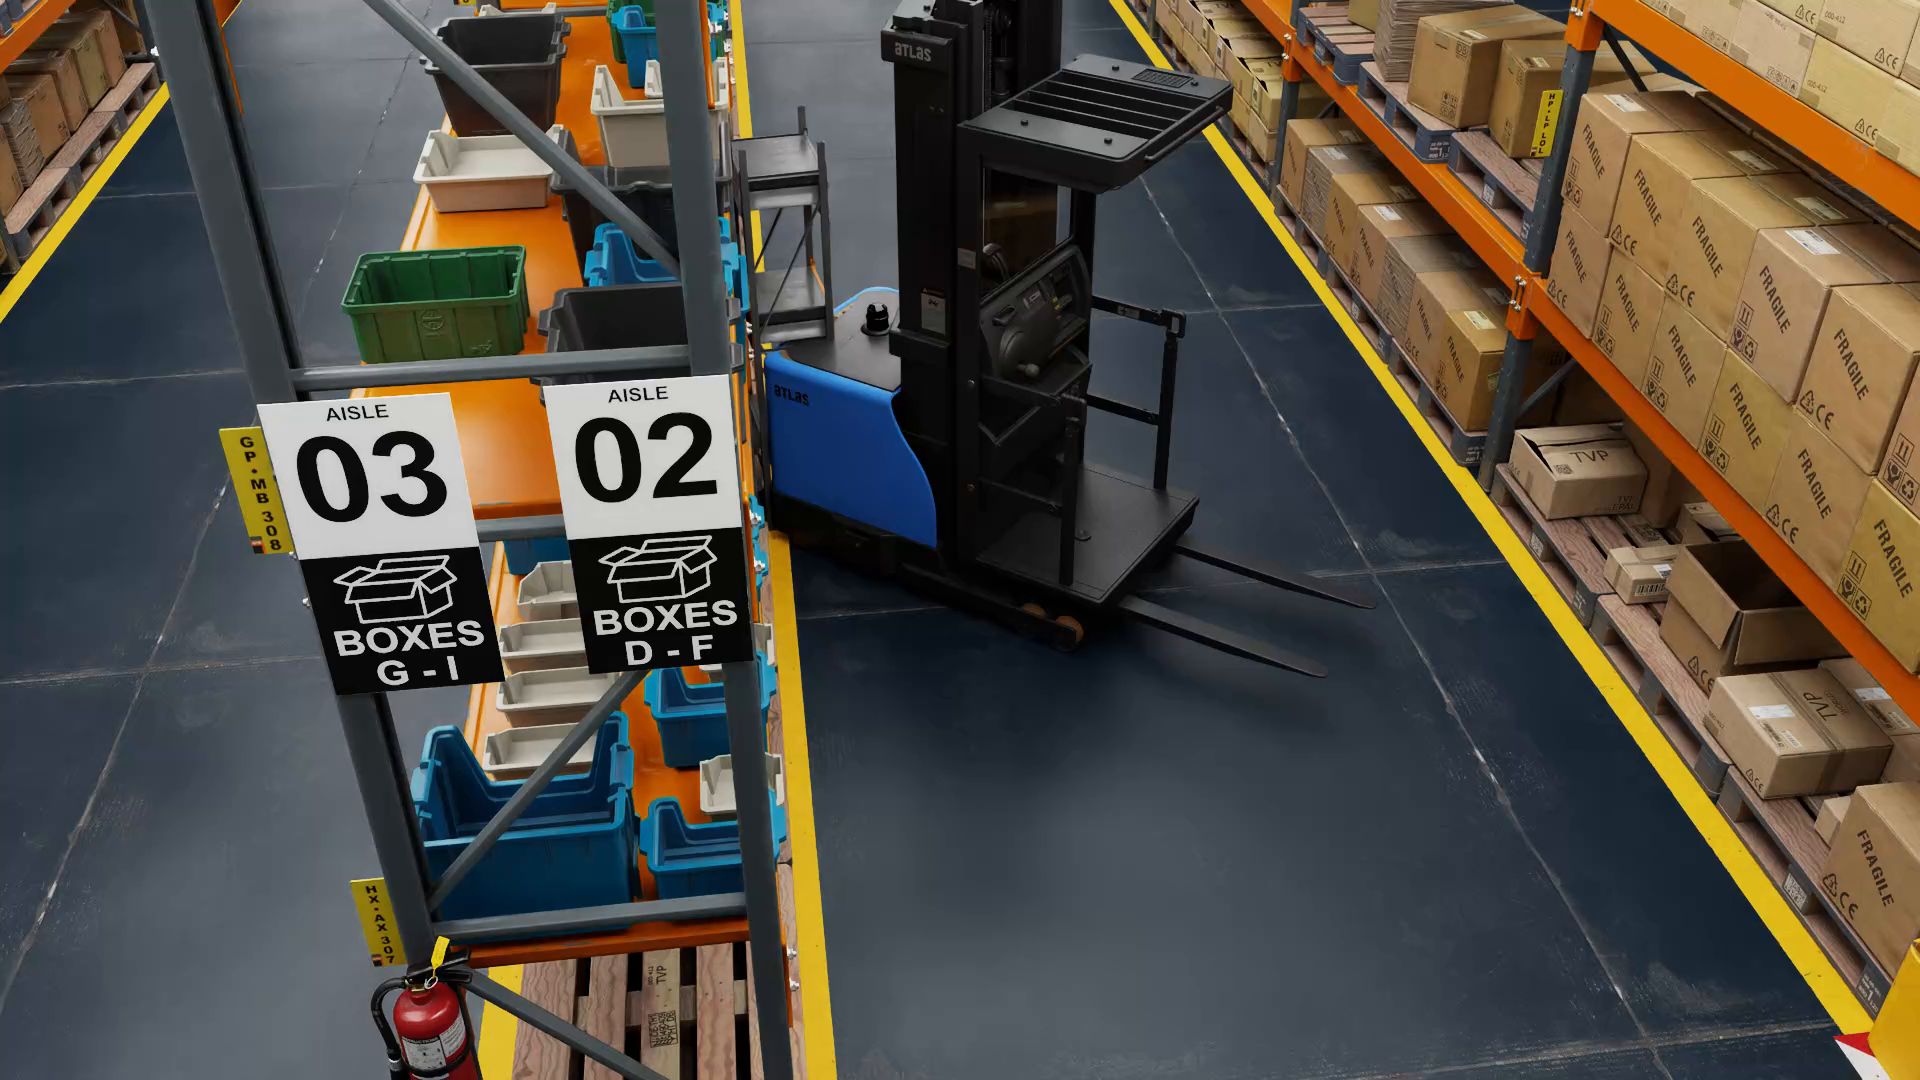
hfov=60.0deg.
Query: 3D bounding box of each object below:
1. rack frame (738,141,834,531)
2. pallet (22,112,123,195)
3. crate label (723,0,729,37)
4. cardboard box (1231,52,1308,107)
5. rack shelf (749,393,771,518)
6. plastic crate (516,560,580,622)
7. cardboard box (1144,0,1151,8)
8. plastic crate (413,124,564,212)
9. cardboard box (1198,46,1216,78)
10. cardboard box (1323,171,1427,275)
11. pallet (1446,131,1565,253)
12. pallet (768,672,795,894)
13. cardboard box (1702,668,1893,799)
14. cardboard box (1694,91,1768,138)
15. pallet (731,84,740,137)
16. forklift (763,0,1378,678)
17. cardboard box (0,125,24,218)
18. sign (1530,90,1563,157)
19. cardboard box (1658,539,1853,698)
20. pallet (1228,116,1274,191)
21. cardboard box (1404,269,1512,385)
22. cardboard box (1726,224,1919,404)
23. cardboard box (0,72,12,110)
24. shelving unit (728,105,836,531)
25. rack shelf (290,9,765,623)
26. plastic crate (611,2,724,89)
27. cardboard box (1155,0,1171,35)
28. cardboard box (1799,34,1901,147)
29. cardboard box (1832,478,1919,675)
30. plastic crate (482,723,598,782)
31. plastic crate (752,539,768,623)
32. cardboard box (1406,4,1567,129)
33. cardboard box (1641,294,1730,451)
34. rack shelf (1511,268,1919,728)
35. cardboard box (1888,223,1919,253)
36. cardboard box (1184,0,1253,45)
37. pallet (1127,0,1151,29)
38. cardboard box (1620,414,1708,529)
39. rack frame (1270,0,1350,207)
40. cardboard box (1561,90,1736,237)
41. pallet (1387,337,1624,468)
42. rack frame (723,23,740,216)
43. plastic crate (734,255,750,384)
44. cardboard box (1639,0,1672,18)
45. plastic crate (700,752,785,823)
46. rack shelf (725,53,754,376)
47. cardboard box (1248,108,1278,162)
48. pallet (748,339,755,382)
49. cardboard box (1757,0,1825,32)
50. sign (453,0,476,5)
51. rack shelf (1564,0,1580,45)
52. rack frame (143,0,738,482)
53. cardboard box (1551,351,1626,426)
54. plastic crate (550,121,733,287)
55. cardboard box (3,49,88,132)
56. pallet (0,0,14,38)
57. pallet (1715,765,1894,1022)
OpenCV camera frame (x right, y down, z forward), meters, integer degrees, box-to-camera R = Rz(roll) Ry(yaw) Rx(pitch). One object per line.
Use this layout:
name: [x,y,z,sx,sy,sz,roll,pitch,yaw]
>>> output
rack frame: [-0.819,-0.946,8.234,0.400,2.100,0.015,-9,35,-12]
pallet: [-7.250,-3.013,12.984,1.003,0.211,1.213,-4,35,-6]
crate label: [-1.763,-3.619,11.546,0.303,0.233,0.416,-4,35,-6]
cardboard box: [2.441,-3.630,12.984,0.500,0.311,0.500,-5,35,-7]
rack shelf: [-0.882,-0.491,8.832,0.431,0.518,0.480,-9,35,-12]
plastic crate: [-1.435,0.202,5.971,0.298,0.136,0.250,-4,35,-6]
cardboard box: [2.015,-5.310,15.946,0.500,0.250,0.500,-4,35,-6]
plastic crate: [-1.525,-1.225,5.455,0.437,0.136,0.530,-4,35,-6]
cardboard box: [2.310,-3.965,13.974,0.500,0.250,0.500,-4,34,-5]
cardboard box: [2.748,-2.099,10.996,0.500,0.500,0.500,-5,35,-7]
pallet: [3.370,-1.941,9.104,1.003,0.211,1.213,-4,35,-6]
pallet: [-1.235,1.049,7.023,1.003,0.211,1.213,-4,35,-6]
cardboard box: [3.492,0.804,6.958,0.500,0.250,0.500,-4,35,-6]
cardboard box: [3.694,-1.758,7.689,0.500,0.500,0.500,-4,34,-6]
pallet: [-2.304,-3.387,13.533,1.003,0.211,1.213,-4,35,-6]
forklift: [0.533,-1.023,7.649,3.031,2.935,1.130,19,39,26]
cardboard box: [-7.095,-2.571,11.688,0.700,0.500,0.500,-6,35,-9]
sign: [2.820,-2.000,7.993,0.100,0.325,0.005,-4,35,-6]
cardboard box: [3.627,0.332,7.425,0.797,0.503,0.637,-4,35,-6]
pallet: [2.759,-3.108,13.123,1.003,0.211,1.213,-4,35,-6]
cardboard box: [2.961,-1.245,9.742,0.500,0.500,0.500,-4,35,-6]
cardboard box: [3.363,-0.873,6.391,0.500,0.500,0.500,-3,34,-5]
cardboard box: [-7.187,-3.175,11.909,0.500,0.250,0.500,-1,34,-1]
shelving unit: [-0.883,-1.080,8.428,0.431,2.100,0.503,-9,35,-12]
rack shelf: [-1.270,-1.019,5.557,1.077,0.370,4.000,-4,35,-6]
plastic crate: [-1.101,-1.879,6.329,0.416,0.233,0.300,-4,35,-6]
cardboard box: [2.102,-4.823,15.233,0.500,0.250,0.500,-5,35,-8]
cardboard box: [3.389,-1.616,5.927,0.500,0.250,0.500,-4,35,-6]
cardboard box: [3.504,0.107,5.841,0.500,0.500,0.500,-4,34,-6]
plastic crate: [-1.291,0.682,5.266,0.396,0.136,0.243,-4,35,-6]
plastic crate: [-0.885,0.186,5.908,0.416,0.233,0.300,-4,35,-6]
cardboard box: [3.071,-2.762,9.677,0.700,0.500,0.500,-13,36,-18]
cardboard box: [3.305,-0.737,7.079,0.500,0.500,0.500,-5,35,-7]
rack shelf: [3.638,-0.152,6.949,1.077,0.370,4.000,-4,35,-6]
cardboard box: [3.900,-0.910,6.445,0.500,0.500,0.500,-5,35,-7]
cardboard box: [2.235,-4.481,14.233,0.500,0.311,0.500,-5,35,-8]
pallet: [2.228,-5.325,16.376,1.003,0.211,1.213,-4,35,-6]
cardboard box: [3.727,-0.418,8.529,0.500,0.500,0.500,-4,35,-6]
rack frame: [2.832,-3.798,11.659,1.000,3.000,0.127,-4,35,-6]
cardboard box: [3.154,-1.736,7.657,0.500,0.500,0.500,-4,34,-5]
pallet: [3.223,-0.864,9.831,1.003,0.211,1.213,-4,35,-6]
rack frame: [-2.077,-3.425,11.112,1.000,3.000,0.127,-4,35,-6]
plastic crate: [-1.139,-0.976,7.480,0.392,0.384,0.575,-4,35,-6]
cardboard box: [3.190,-2.453,7.156,0.500,0.250,0.500,-4,35,-6]
plastic crate: [-0.670,0.776,5.129,0.250,0.136,0.298,-4,35,-6]
rack shelf: [-1.808,-2.011,9.677,1.077,0.370,4.000,-4,35,-6]
cardboard box: [2.519,-3.110,12.719,0.500,0.250,0.500,-4,34,-5]
pallet: [-1.769,-1.156,10.259,1.003,0.211,1.213,-4,35,-6]
cardboard box: [3.313,-2.101,6.195,0.500,0.250,0.500,-4,35,-6]
sign: [-2.085,-2.395,6.930,0.100,0.325,0.005,-4,35,-6]
rack shelf: [3.100,-3.624,9.380,1.077,0.370,4.000,-4,35,-6]
rack frame: [-1.001,-1.440,2.872,1.000,3.000,0.127,-4,35,-6]
cardboard box: [3.546,-1.003,9.387,0.500,0.500,0.500,-6,35,-9]
plastic crate: [-0.935,-1.048,5.015,0.504,0.338,0.767,-4,35,-6]
cardboard box: [-7.341,-3.507,13.061,0.700,0.500,0.500,-7,35,-10]
pallet: [-7.187,-3.360,11.187,1.213,0.211,1.003,-4,35,-6]
pallet: [3.789,1.332,6.609,1.003,0.211,1.213,-4,35,-6]
